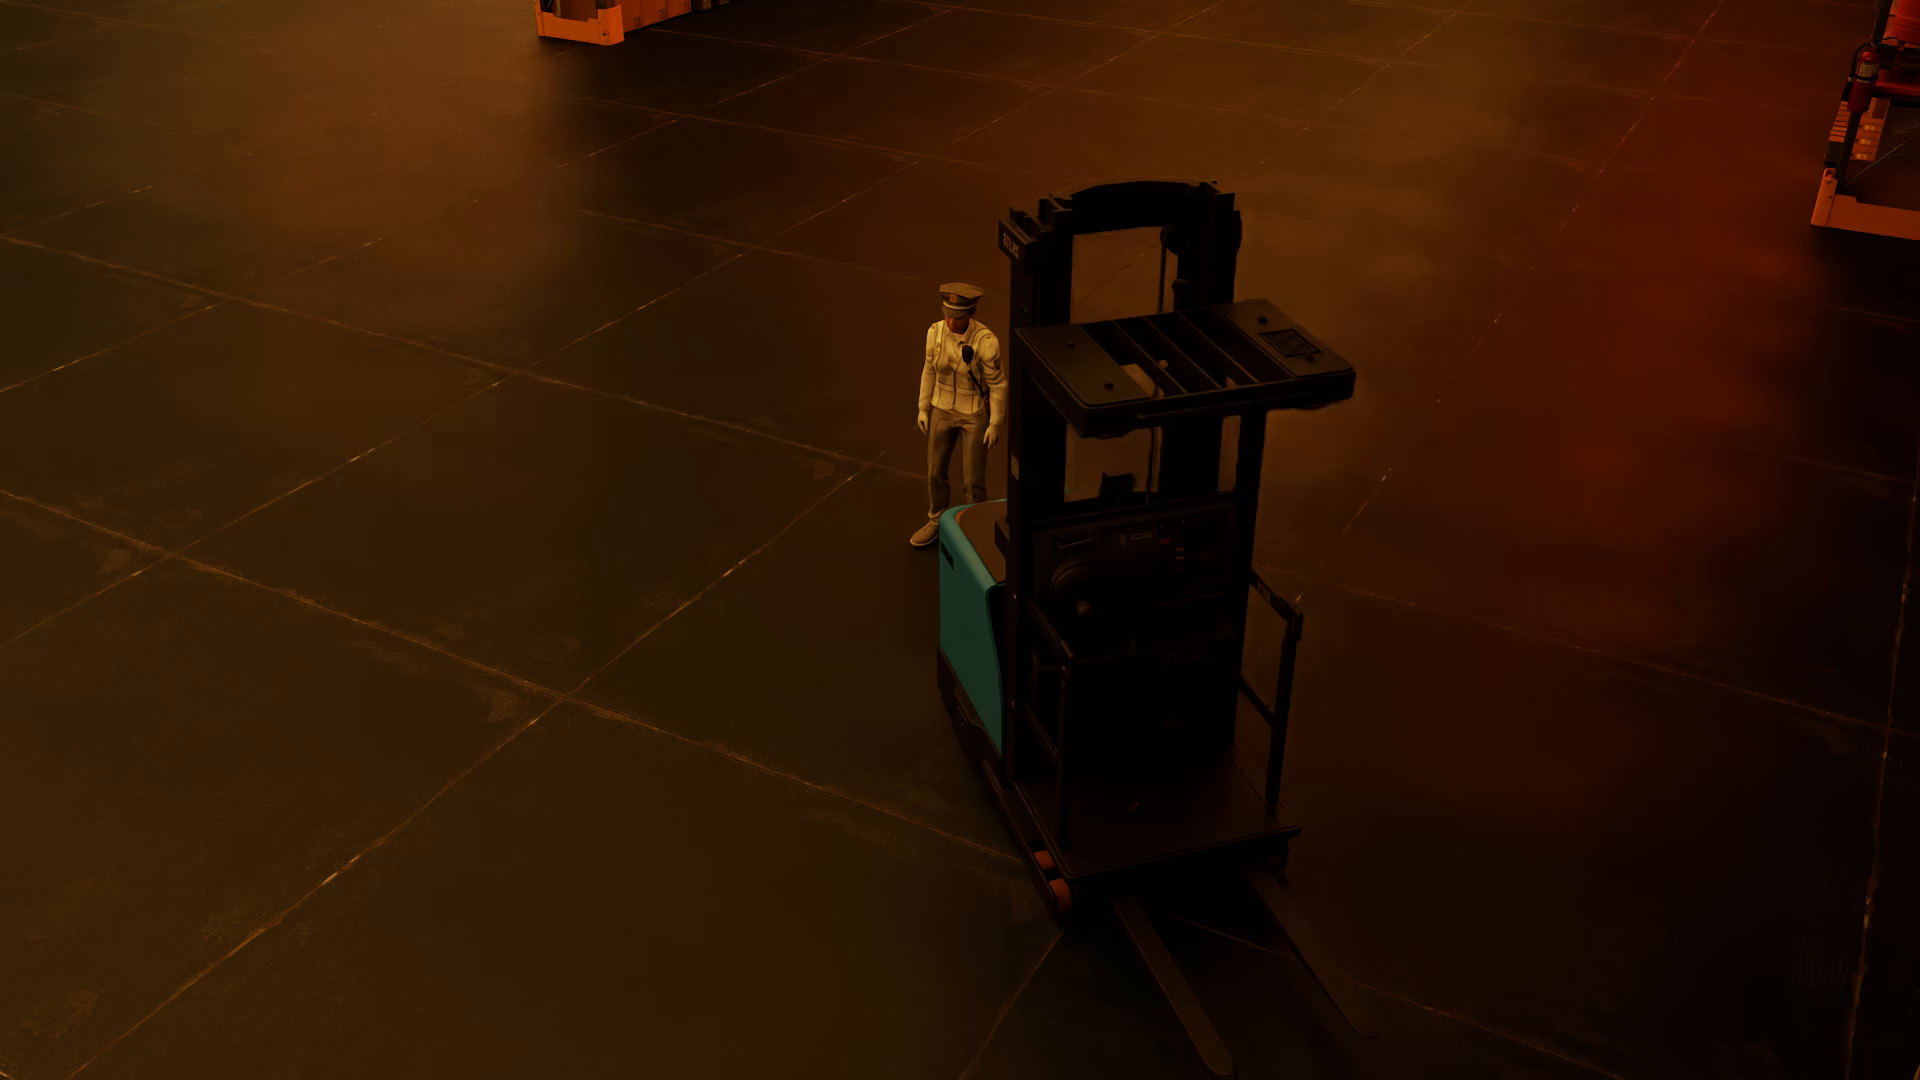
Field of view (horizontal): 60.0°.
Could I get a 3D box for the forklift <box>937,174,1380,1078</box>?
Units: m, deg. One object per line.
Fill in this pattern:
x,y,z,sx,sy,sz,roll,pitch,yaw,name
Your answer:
0.815,0.132,6.842,1.130,2.935,3.031,-9,31,-15,forklift

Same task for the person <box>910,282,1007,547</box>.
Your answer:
0.000,-0.702,9.559,0.542,1.662,0.373,13,33,22,person
